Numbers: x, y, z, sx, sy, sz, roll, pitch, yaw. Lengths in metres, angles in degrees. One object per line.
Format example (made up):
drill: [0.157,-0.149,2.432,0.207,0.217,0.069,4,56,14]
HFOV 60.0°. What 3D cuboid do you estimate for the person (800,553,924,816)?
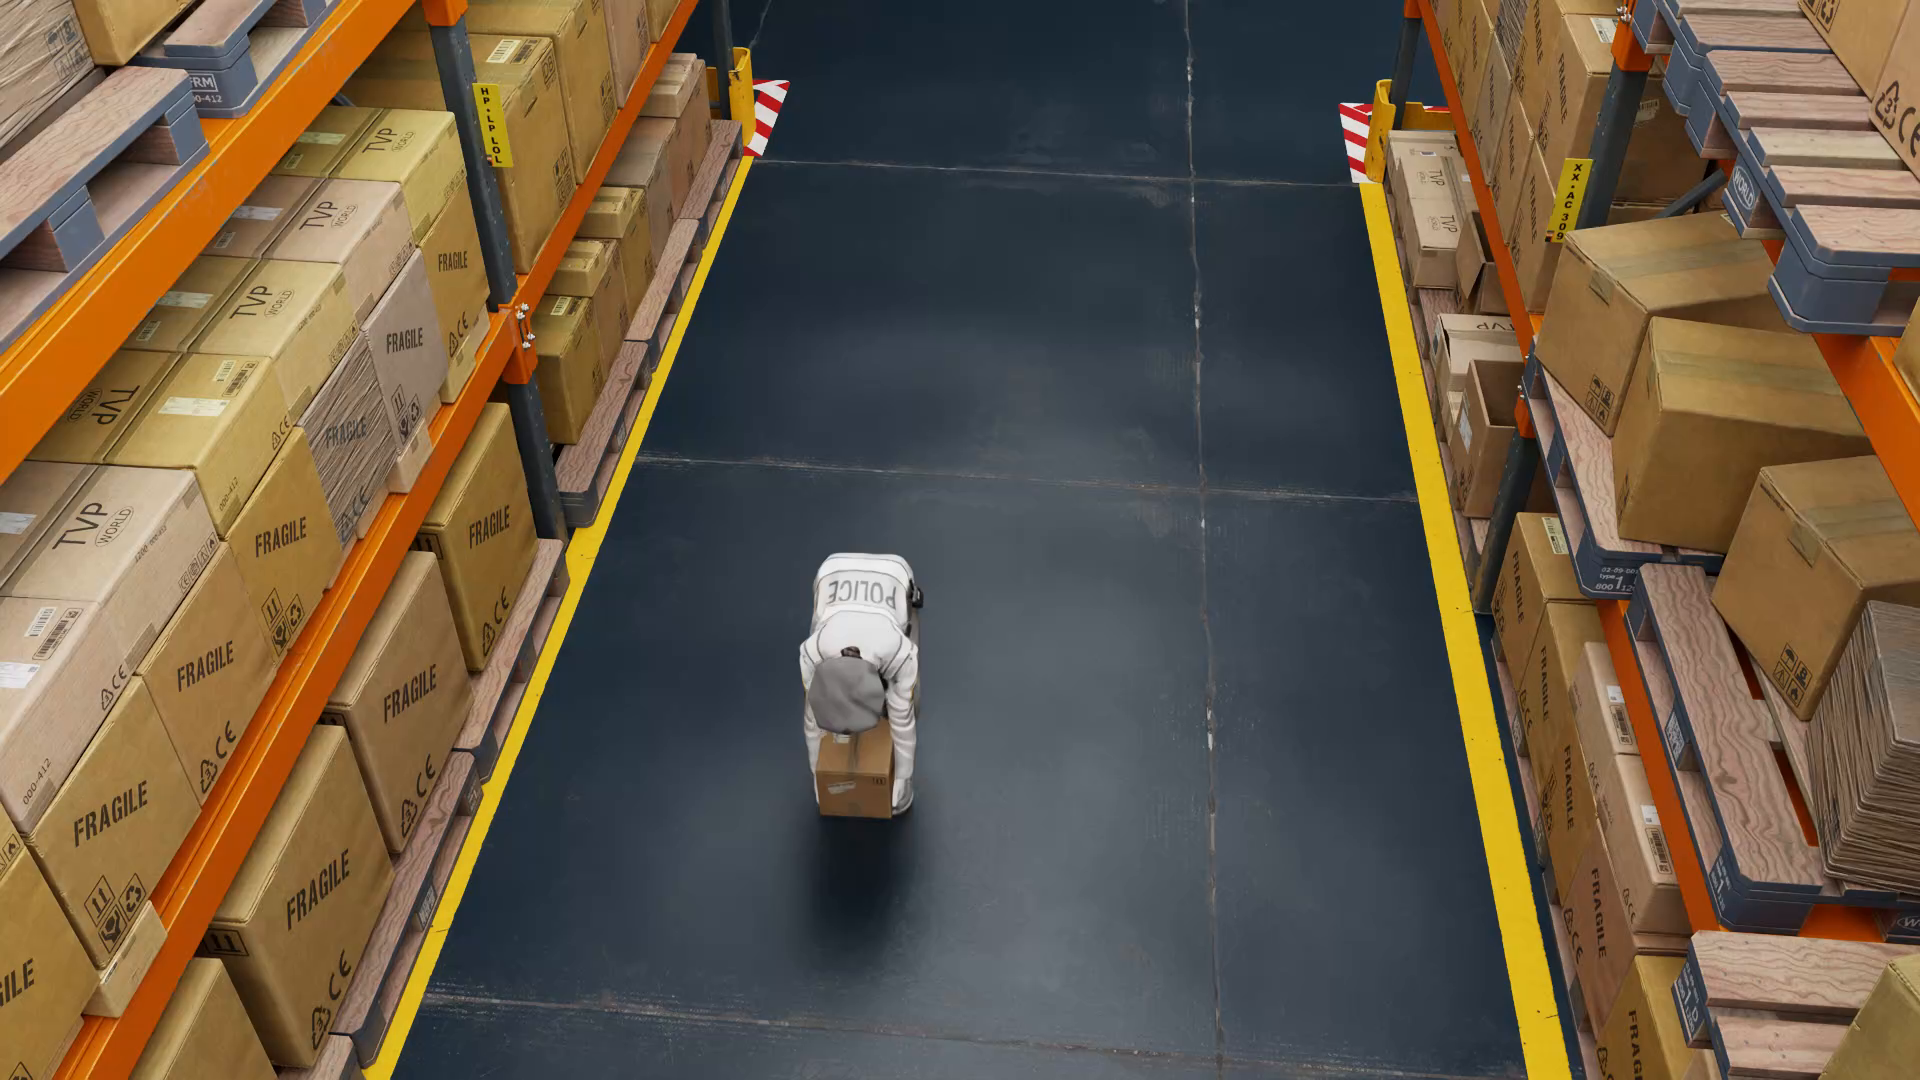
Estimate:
person: [-0.344,0.612,5.835,0.416,1.152,0.923,2,40,2]
